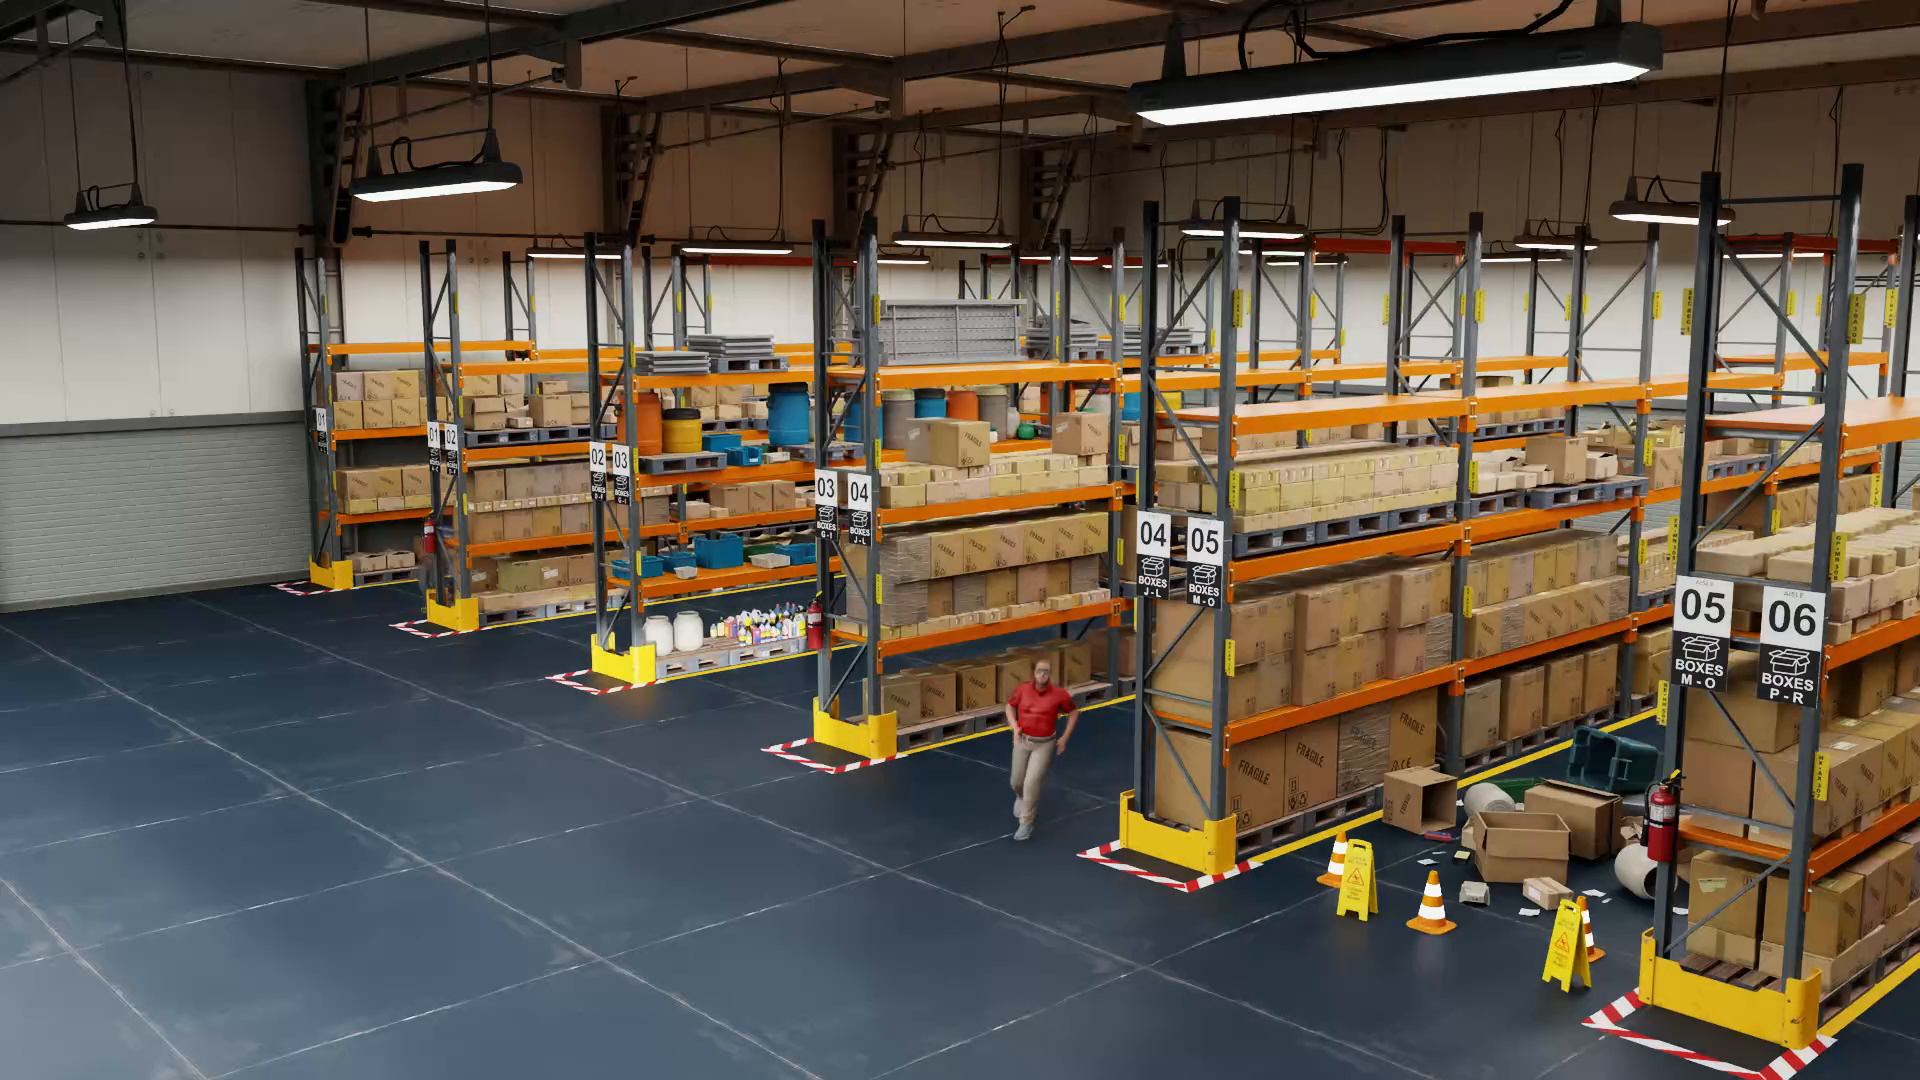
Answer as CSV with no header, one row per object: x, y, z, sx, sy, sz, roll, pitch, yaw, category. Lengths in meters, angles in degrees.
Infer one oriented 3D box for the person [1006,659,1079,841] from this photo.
0.780,1.988,16.111,0.712,1.715,0.785,2,9,16,person

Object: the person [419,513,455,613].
-8.622,0.374,27.464,0.696,1.635,0.585,-8,12,-44,person
